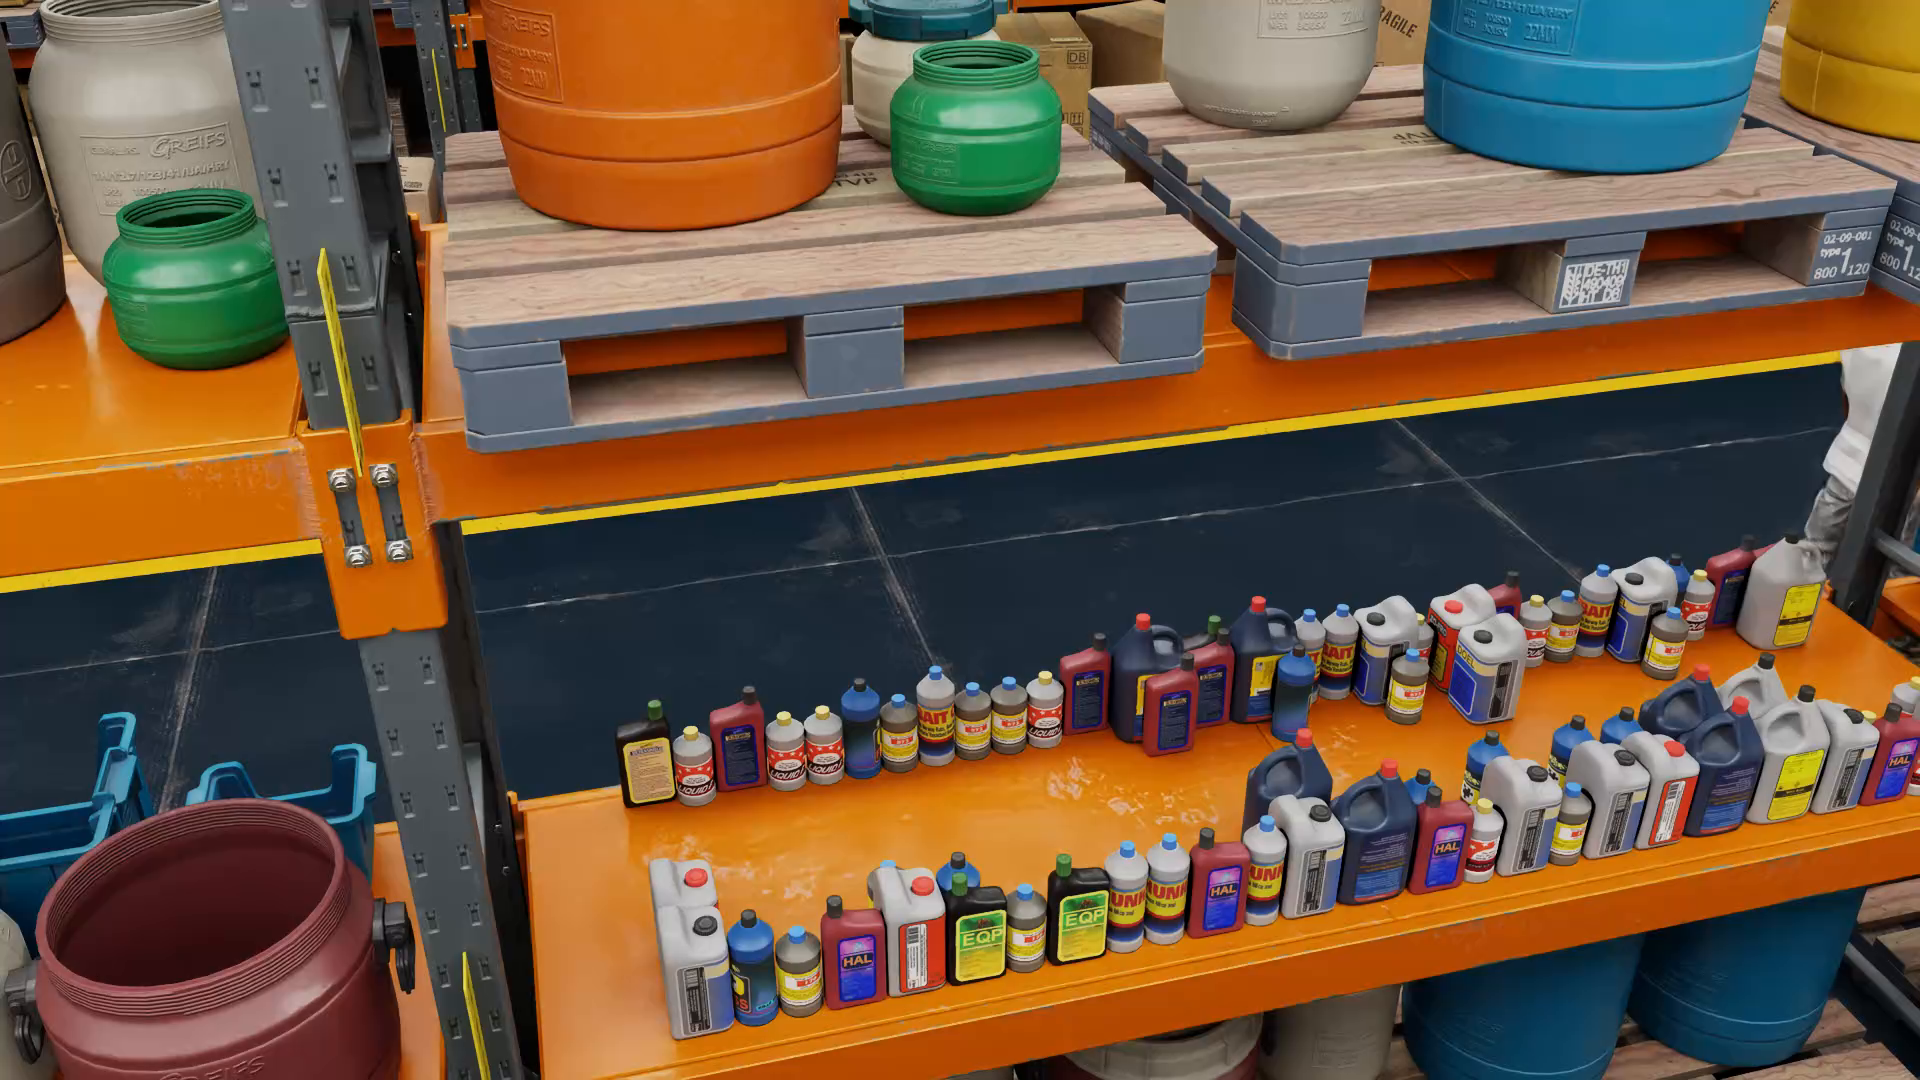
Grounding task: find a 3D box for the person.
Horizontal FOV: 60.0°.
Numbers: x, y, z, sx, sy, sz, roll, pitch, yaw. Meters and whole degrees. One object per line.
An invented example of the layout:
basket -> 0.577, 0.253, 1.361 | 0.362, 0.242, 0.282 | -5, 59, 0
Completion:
person -> 3.702, -0.249, 6.517 | 0.874, 1.760, 0.603 | -7, 31, -12
